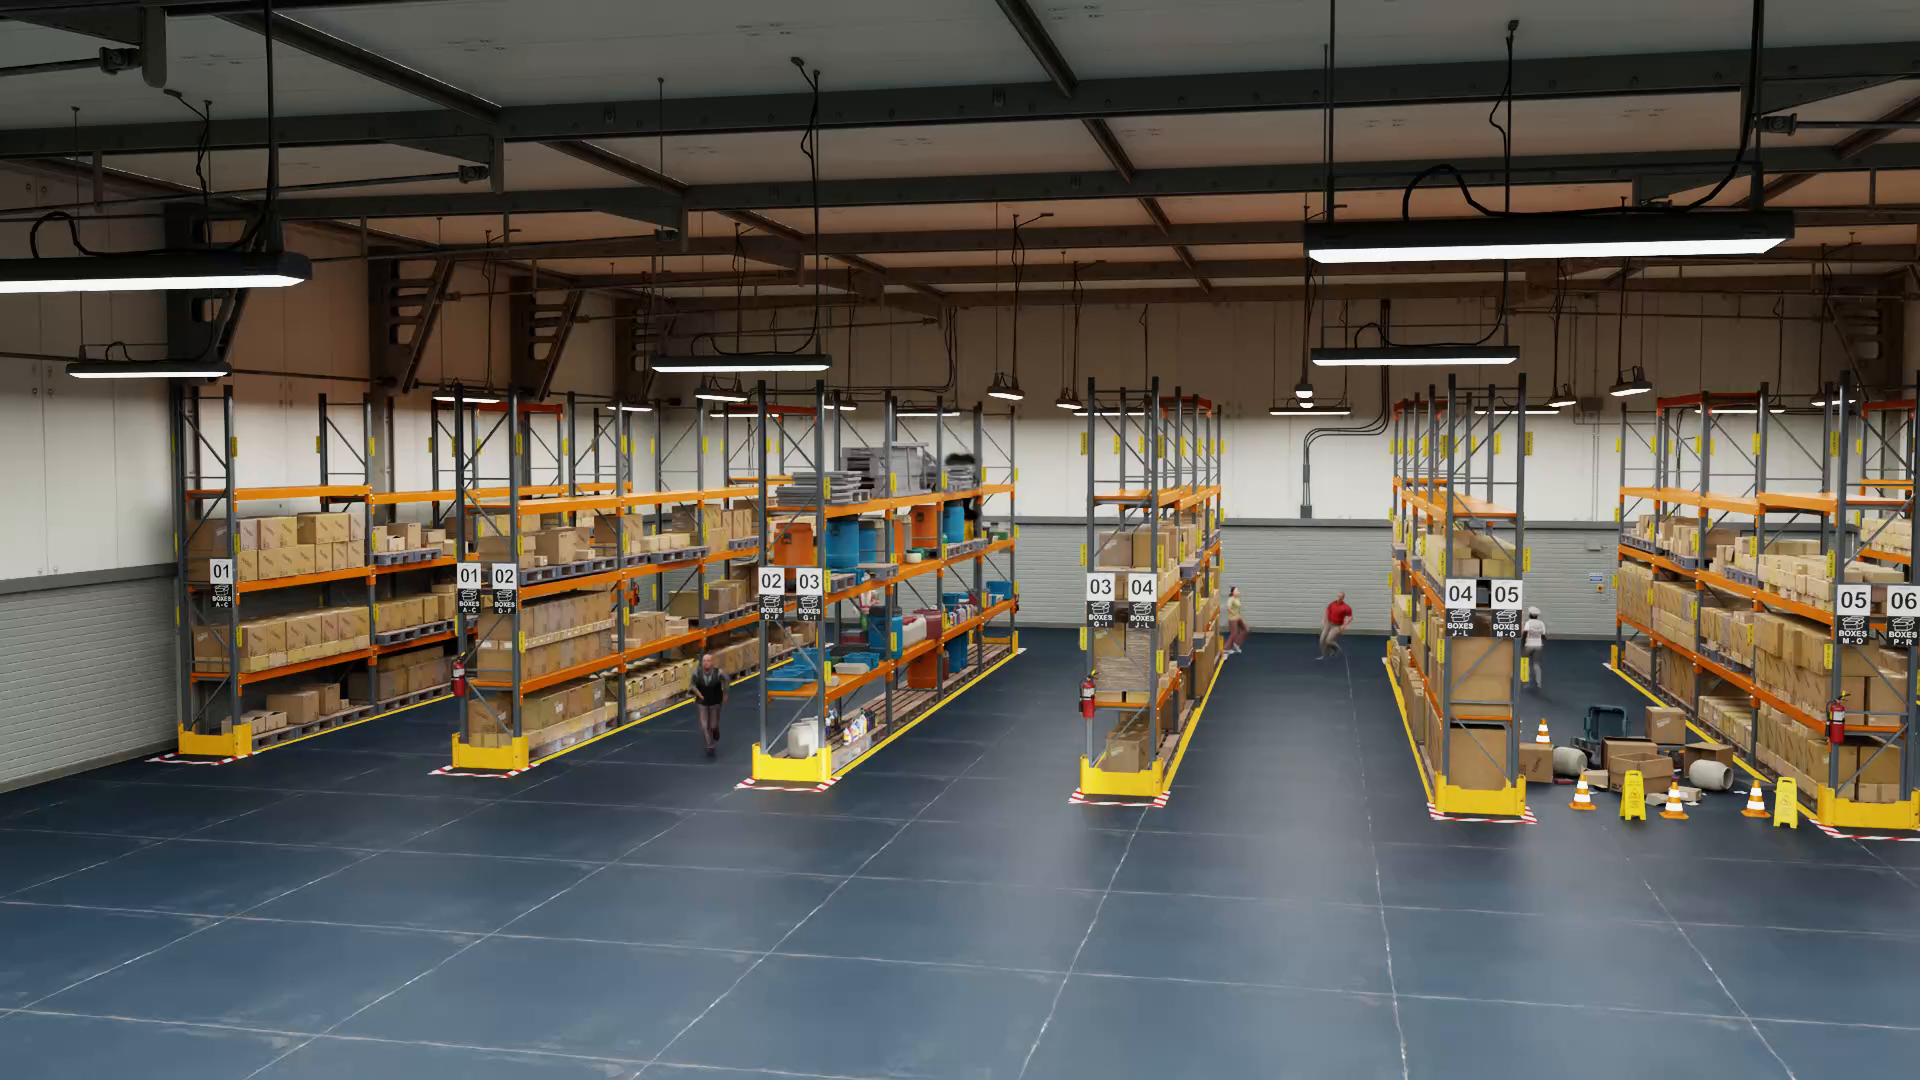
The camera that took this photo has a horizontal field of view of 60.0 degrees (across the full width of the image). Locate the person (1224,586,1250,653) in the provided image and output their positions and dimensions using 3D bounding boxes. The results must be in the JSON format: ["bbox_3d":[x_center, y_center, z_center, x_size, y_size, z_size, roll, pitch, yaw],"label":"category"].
[{"bbox_3d":[6.671,1.930,40.191,0.620,1.629,0.597,2,4,34],"label":"person"}]

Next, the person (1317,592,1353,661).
[{"bbox_3d":[8.717,2.025,38.785,0.541,1.635,0.770,-3,4,-39],"label":"person"}]

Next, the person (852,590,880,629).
[{"bbox_3d":[-2.311,1.828,40.981,0.678,1.810,0.839,0,3,-7],"label":"person"}]

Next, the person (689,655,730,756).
[{"bbox_3d":[-4.074,2.669,27.046,0.641,1.658,0.736,0,3,2],"label":"person"}]

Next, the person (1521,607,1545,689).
[{"bbox_3d":[11.785,2.246,34.277,0.555,1.746,0.686,0,3,-2],"label":"person"}]
